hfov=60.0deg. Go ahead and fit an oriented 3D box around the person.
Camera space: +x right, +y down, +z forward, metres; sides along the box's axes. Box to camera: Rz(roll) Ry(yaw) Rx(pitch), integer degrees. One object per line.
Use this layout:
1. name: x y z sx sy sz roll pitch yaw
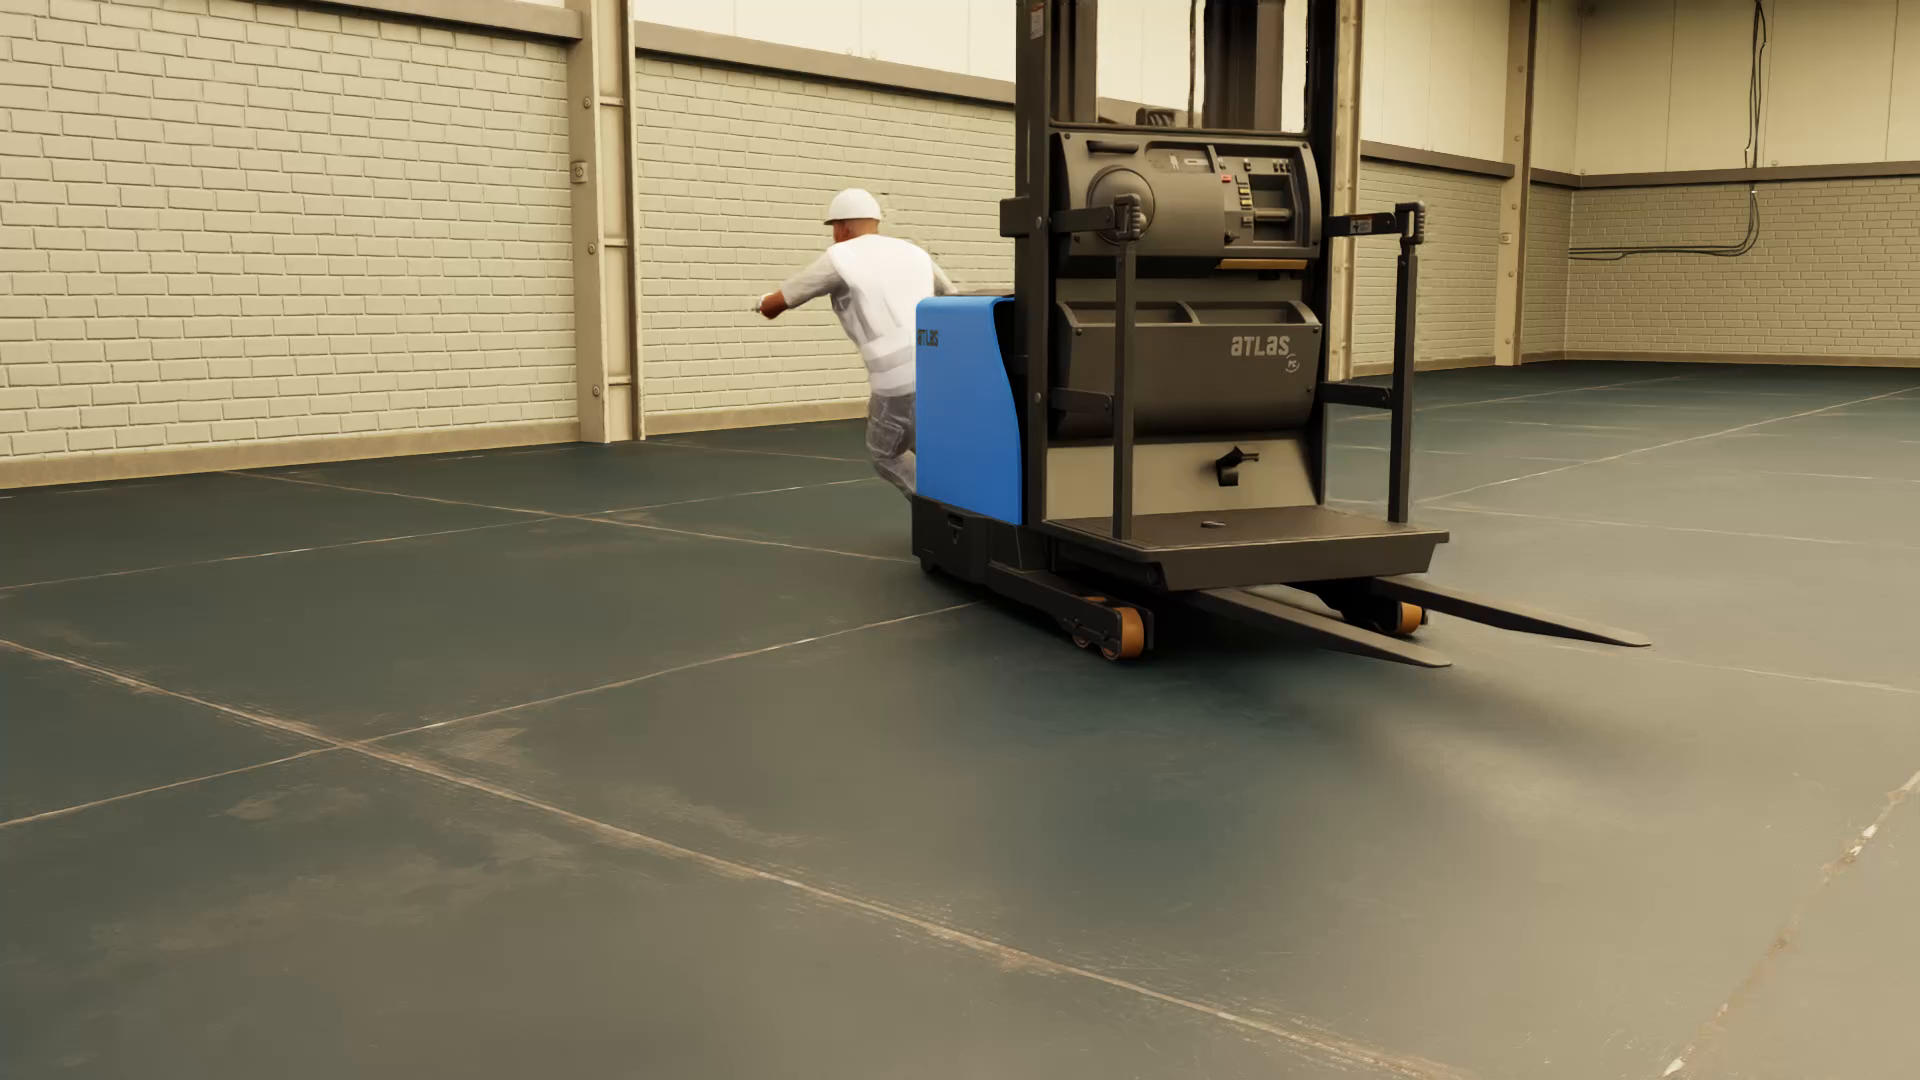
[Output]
1. person: -0.344 -0.728 7.156 0.913 1.530 1.085 8 11 42
